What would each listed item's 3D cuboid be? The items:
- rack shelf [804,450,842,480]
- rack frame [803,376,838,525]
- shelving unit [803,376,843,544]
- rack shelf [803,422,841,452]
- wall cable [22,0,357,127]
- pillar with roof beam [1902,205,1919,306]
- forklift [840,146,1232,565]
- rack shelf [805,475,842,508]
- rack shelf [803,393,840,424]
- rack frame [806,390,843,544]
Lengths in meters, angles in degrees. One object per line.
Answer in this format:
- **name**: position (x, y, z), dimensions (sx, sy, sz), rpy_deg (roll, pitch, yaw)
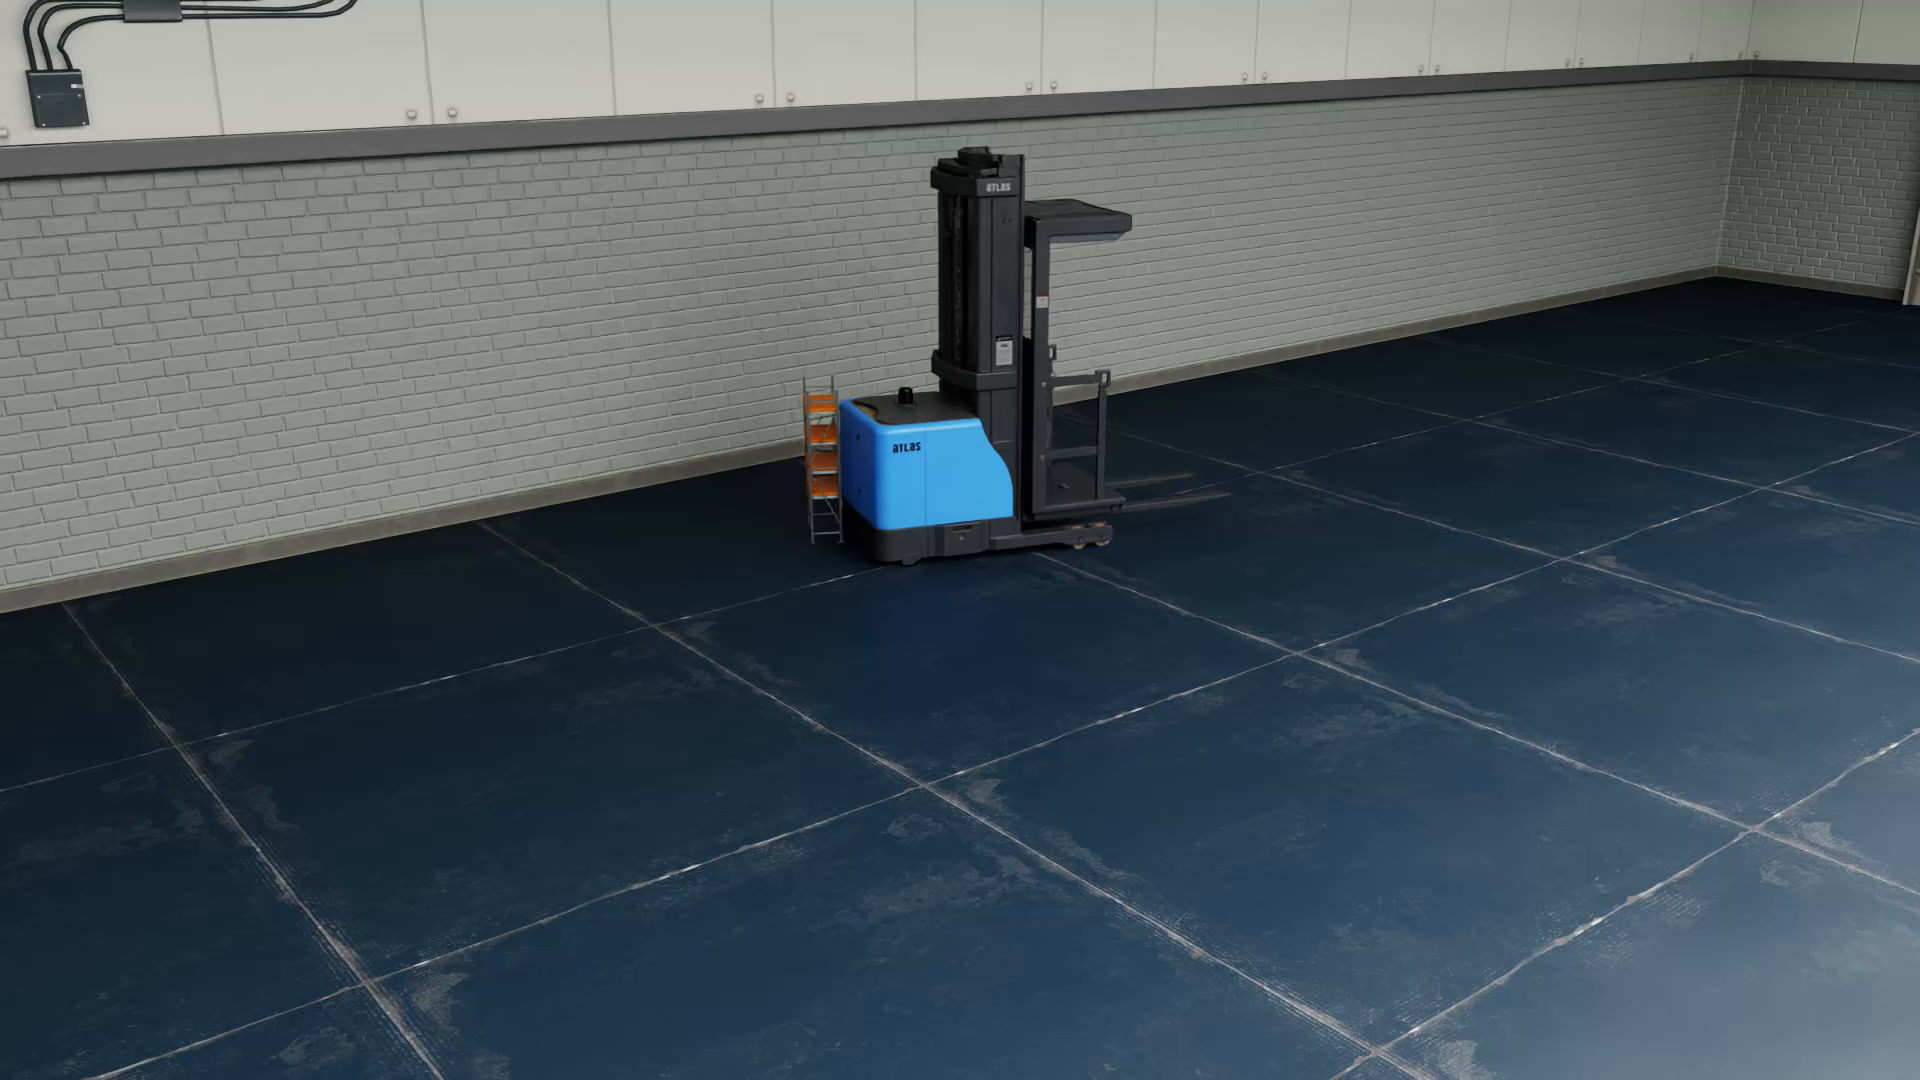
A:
- **rack shelf**: position (-1.060, -0.557, 12.847), dimensions (0.258, 0.148, 0.480), rpy_deg (-3, 19, -7)
- **rack frame**: position (-1.094, -0.697, 13.055), dimensions (0.240, 1.200, 0.015), rpy_deg (-3, 19, -7)
- **shelving unit**: position (-1.060, -0.621, 12.826), dimensions (0.258, 1.200, 0.503), rpy_deg (-3, 19, -7)
- **rack shelf**: position (-1.061, -0.769, 12.777), dimensions (0.258, 0.148, 0.480), rpy_deg (-3, 19, -7)
- **wall cable**: position (-5.055, -5.740, 10.471), dimensions (2.305, 6.003, 0.169), rpy_deg (-14, 23, -36)
- **pillar with roof beam**: position (9.604, -6.600, 18.479), dimensions (9.100, 9.000, 0.400), rpy_deg (-14, 23, -36)
- **forklift**: position (0.638, -1.476, 12.659), dimensions (3.031, 2.935, 1.130), rpy_deg (-7, 19, -20)
- **rack shelf**: position (-1.059, -0.368, 12.910), dimensions (0.258, 0.148, 0.480), rpy_deg (-3, 19, -7)
- **rack shelf**: position (-1.062, -0.994, 12.702), dimensions (0.258, 0.148, 0.480), rpy_deg (-3, 19, -7)
- **rack frame**: position (-1.027, -0.545, 12.596), dimensions (0.240, 1.200, 0.015), rpy_deg (-3, 19, -7)
